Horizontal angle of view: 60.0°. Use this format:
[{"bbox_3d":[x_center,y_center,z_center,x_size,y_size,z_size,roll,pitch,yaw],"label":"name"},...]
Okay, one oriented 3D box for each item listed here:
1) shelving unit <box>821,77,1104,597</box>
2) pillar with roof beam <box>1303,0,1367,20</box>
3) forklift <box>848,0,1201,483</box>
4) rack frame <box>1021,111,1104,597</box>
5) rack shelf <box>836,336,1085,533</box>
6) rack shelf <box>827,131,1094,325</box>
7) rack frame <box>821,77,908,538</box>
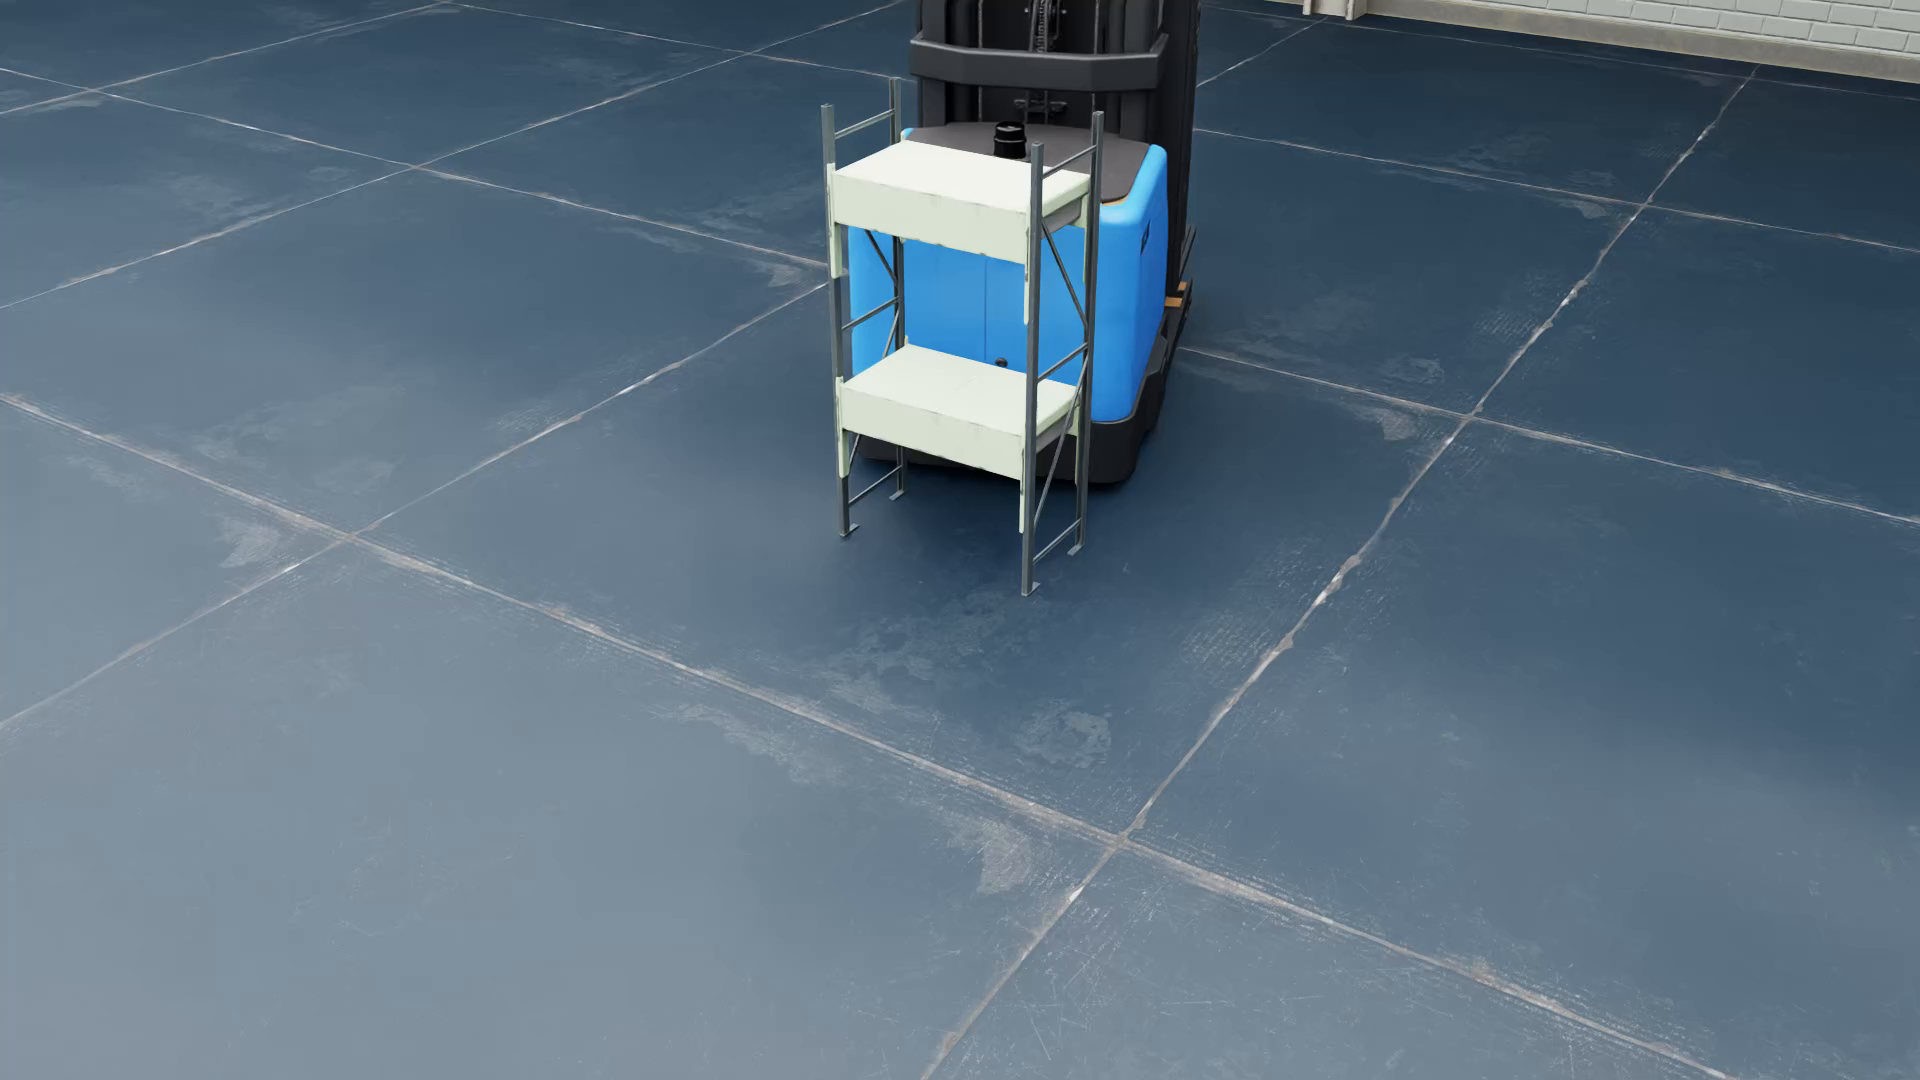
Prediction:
[{"bbox_3d":[0.006,-0.646,5.369,0.755,1.500,0.431,18,35,27],"label":"shelving unit"},{"bbox_3d":[0.548,-6.038,7.170,0.400,9.000,9.100,18,35,27],"label":"pillar with roof beam"},{"bbox_3d":[0.425,-2.198,6.608,1.130,2.935,3.031,7,31,11],"label":"forklift"},{"bbox_3d":[0.316,-0.548,5.201,0.023,1.500,0.400,18,35,27],"label":"rack frame"},{"bbox_3d":[0.006,-0.364,5.533,0.720,0.370,0.431,18,35,27],"label":"rack shelf"},{"bbox_3d":[0.006,-0.983,5.172,0.720,0.370,0.431,18,35,27],"label":"rack shelf"},{"bbox_3d":[-0.304,-0.744,5.537,0.023,1.500,0.400,18,35,27],"label":"rack frame"}]
